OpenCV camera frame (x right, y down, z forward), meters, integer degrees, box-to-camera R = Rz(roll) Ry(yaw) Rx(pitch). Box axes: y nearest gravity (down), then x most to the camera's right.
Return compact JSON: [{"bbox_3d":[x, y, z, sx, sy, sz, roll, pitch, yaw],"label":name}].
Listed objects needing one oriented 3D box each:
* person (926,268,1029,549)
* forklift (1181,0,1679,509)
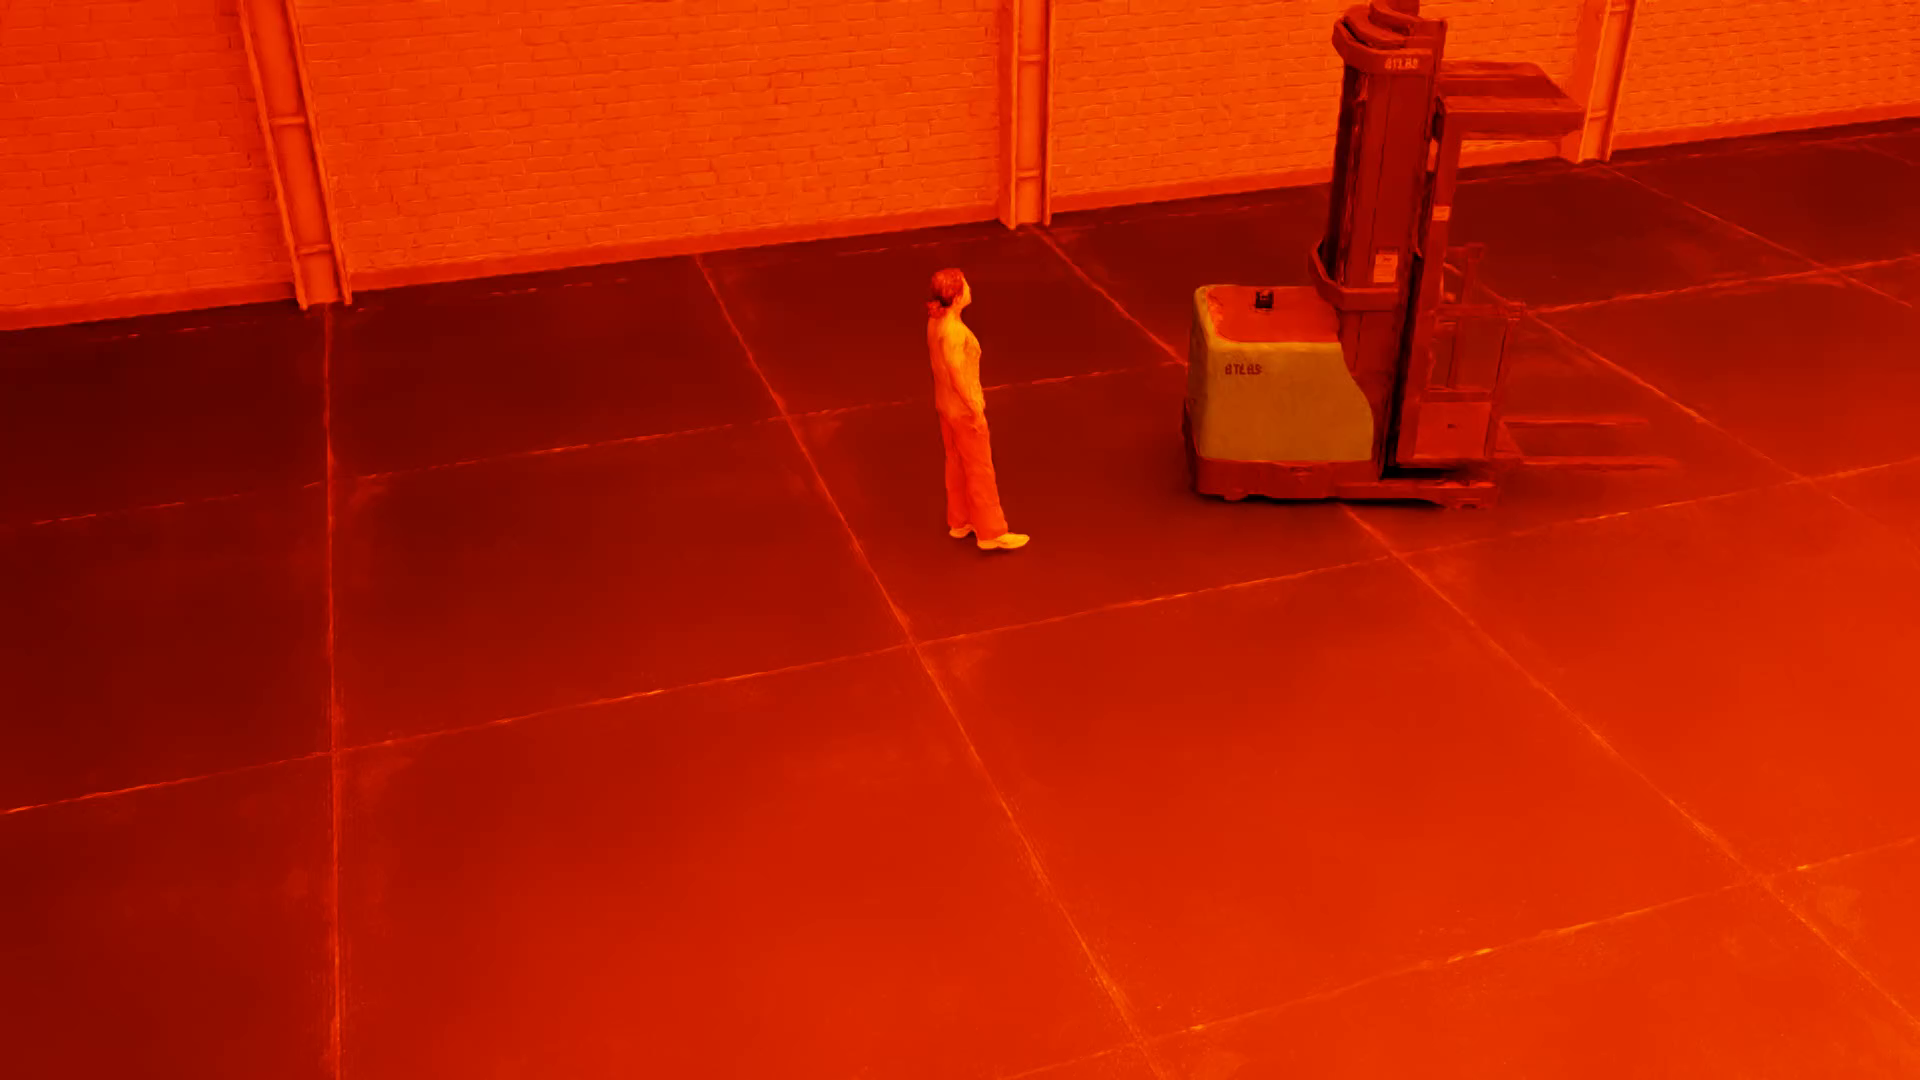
[{"bbox_3d":[0.073,-0.773,9.596,0.549,1.673,0.554,-10,31,-16],"label":"person"},{"bbox_3d":[2.994,-1.734,10.100,3.031,2.935,1.130,1,30,1],"label":"forklift"}]
